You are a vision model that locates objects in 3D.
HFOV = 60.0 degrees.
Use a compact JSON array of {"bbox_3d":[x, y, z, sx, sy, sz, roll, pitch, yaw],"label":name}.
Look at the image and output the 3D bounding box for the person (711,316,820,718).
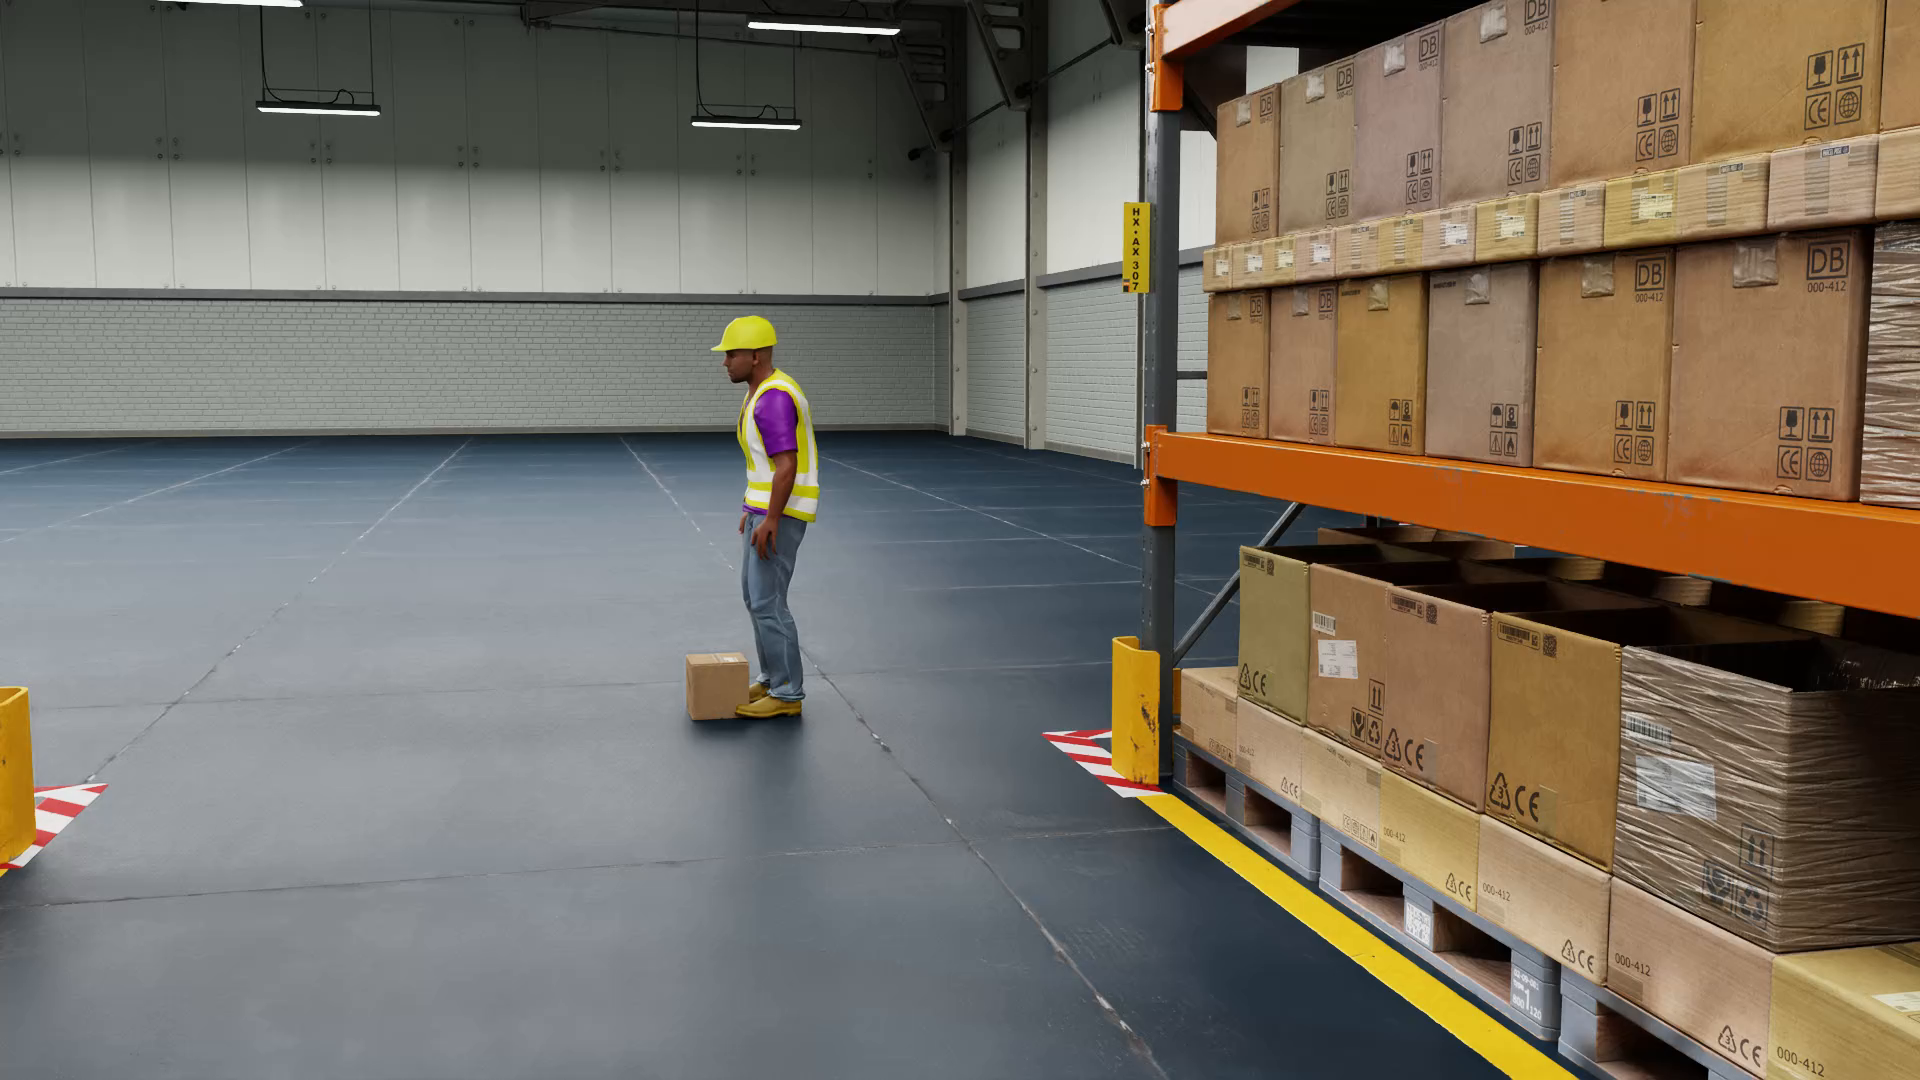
[{"bbox_3d":[-0.863,-0.108,7.384,0.458,1.761,0.626,-1,6,-14],"label":"person"}]
